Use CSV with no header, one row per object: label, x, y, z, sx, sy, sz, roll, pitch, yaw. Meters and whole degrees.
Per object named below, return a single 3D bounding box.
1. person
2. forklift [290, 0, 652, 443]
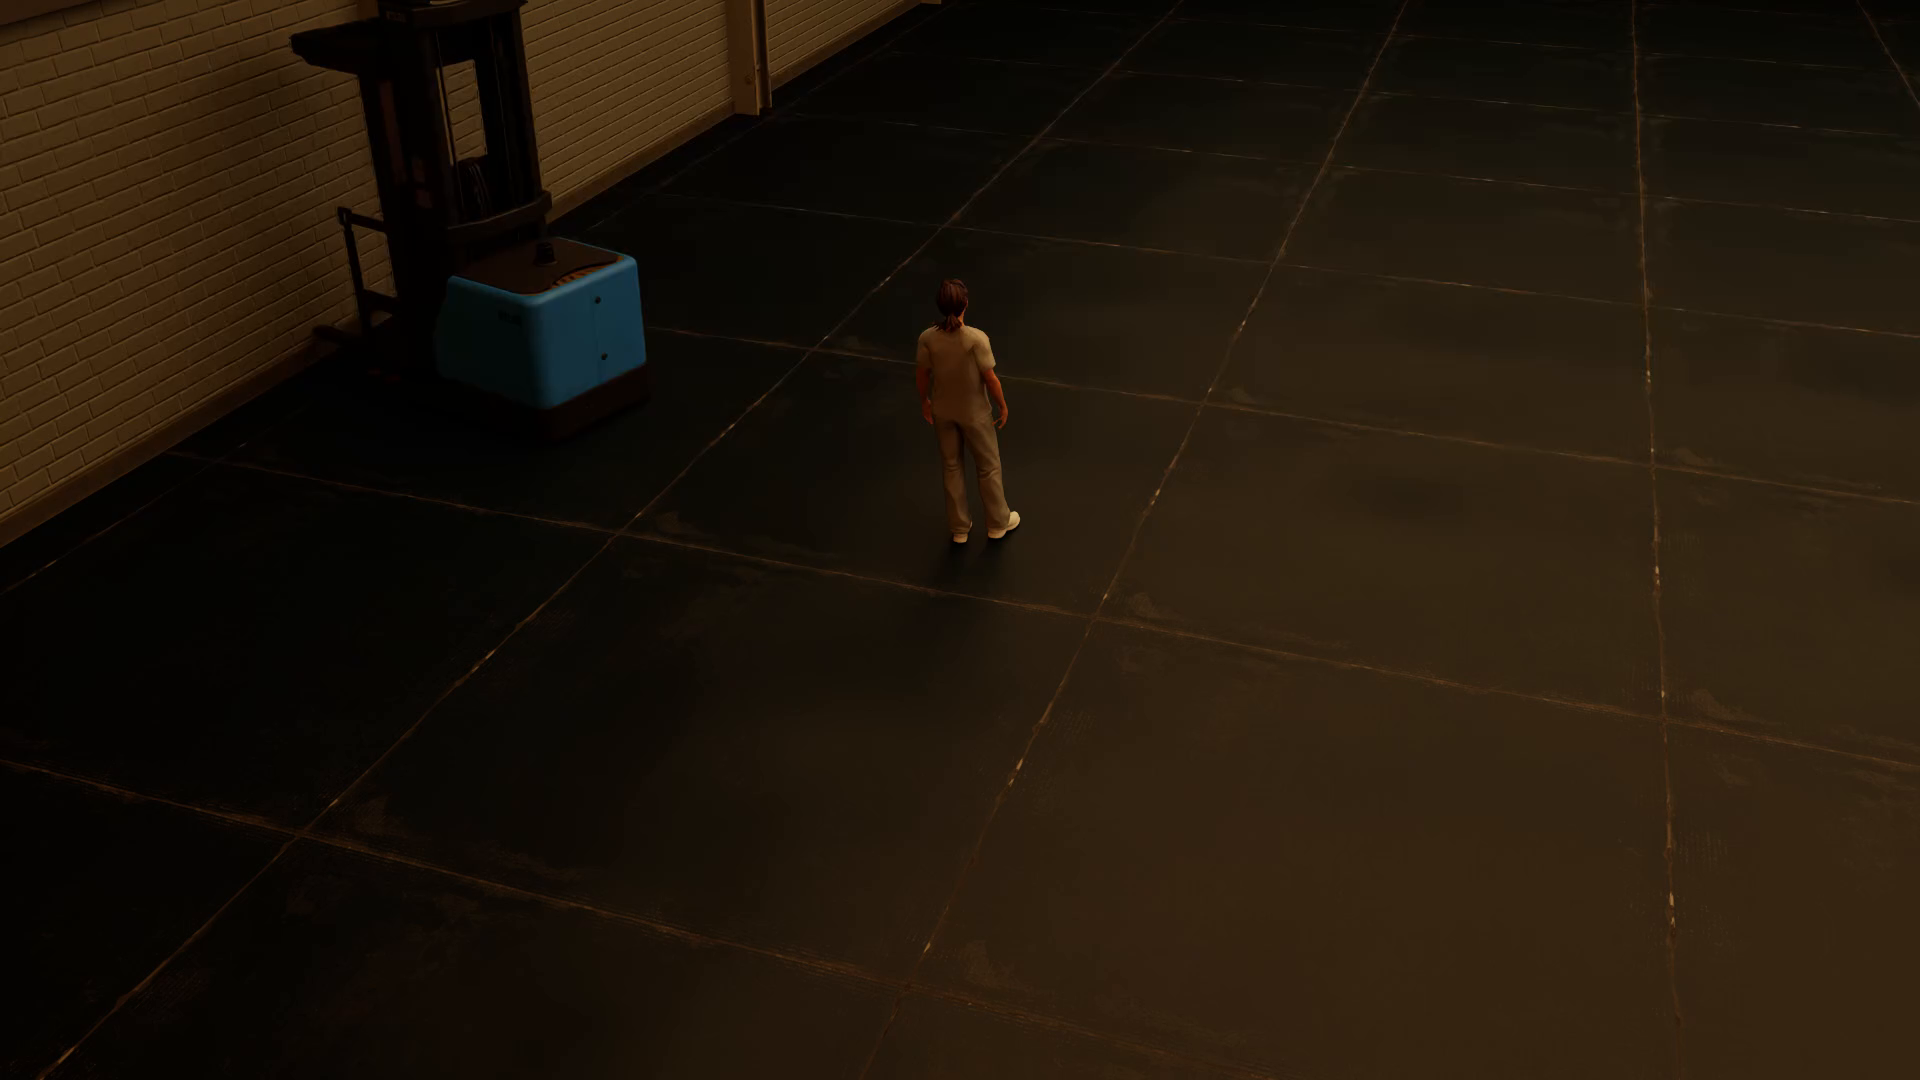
person,0.037,-0.767,9.734,0.549,1.675,0.549,10,31,16
forklift,-3.693,-2.479,11.486,3.031,2.935,1.130,18,34,29
